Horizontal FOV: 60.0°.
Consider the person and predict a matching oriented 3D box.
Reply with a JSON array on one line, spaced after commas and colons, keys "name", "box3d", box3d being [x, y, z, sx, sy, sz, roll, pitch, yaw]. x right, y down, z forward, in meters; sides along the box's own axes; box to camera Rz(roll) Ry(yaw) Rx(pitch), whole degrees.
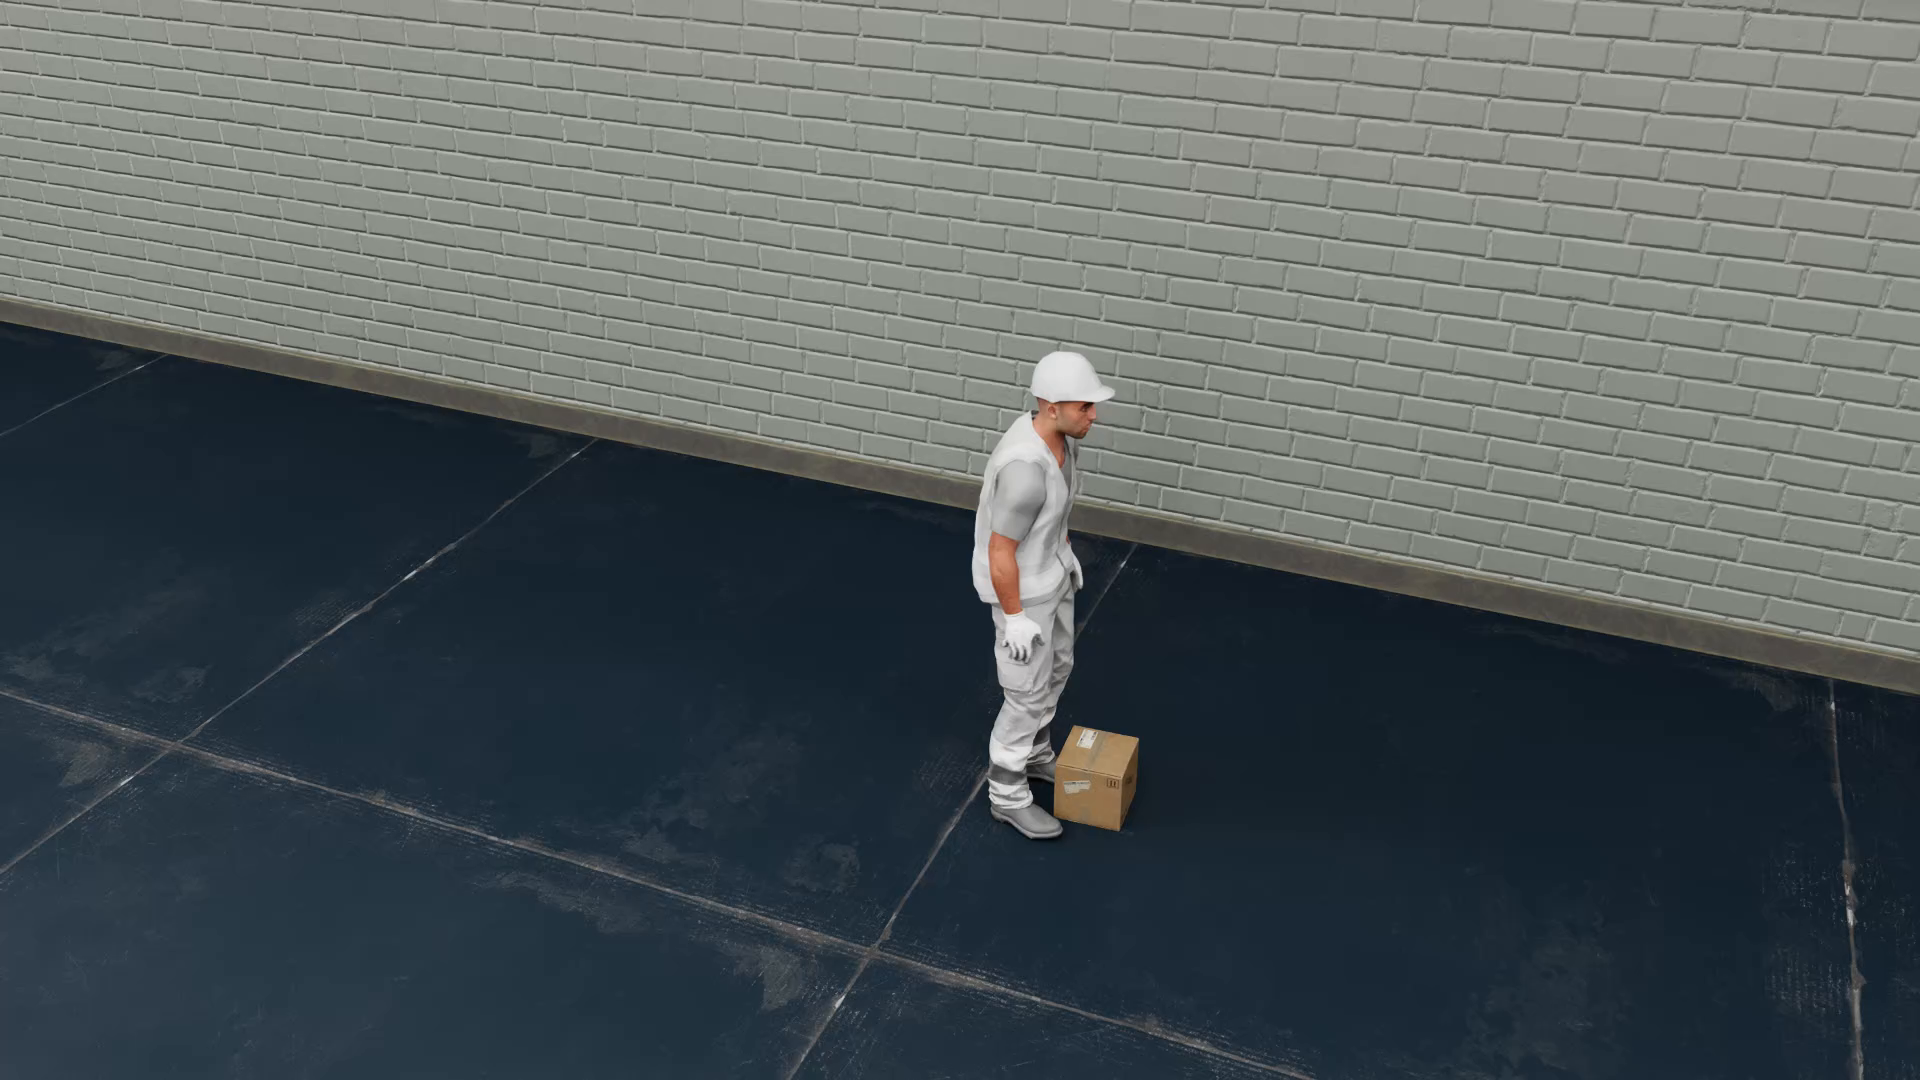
[{"name": "person", "box3d": [0.280, 0.175, 5.801, 0.451, 1.778, 0.603, 11, 31, 18]}]
